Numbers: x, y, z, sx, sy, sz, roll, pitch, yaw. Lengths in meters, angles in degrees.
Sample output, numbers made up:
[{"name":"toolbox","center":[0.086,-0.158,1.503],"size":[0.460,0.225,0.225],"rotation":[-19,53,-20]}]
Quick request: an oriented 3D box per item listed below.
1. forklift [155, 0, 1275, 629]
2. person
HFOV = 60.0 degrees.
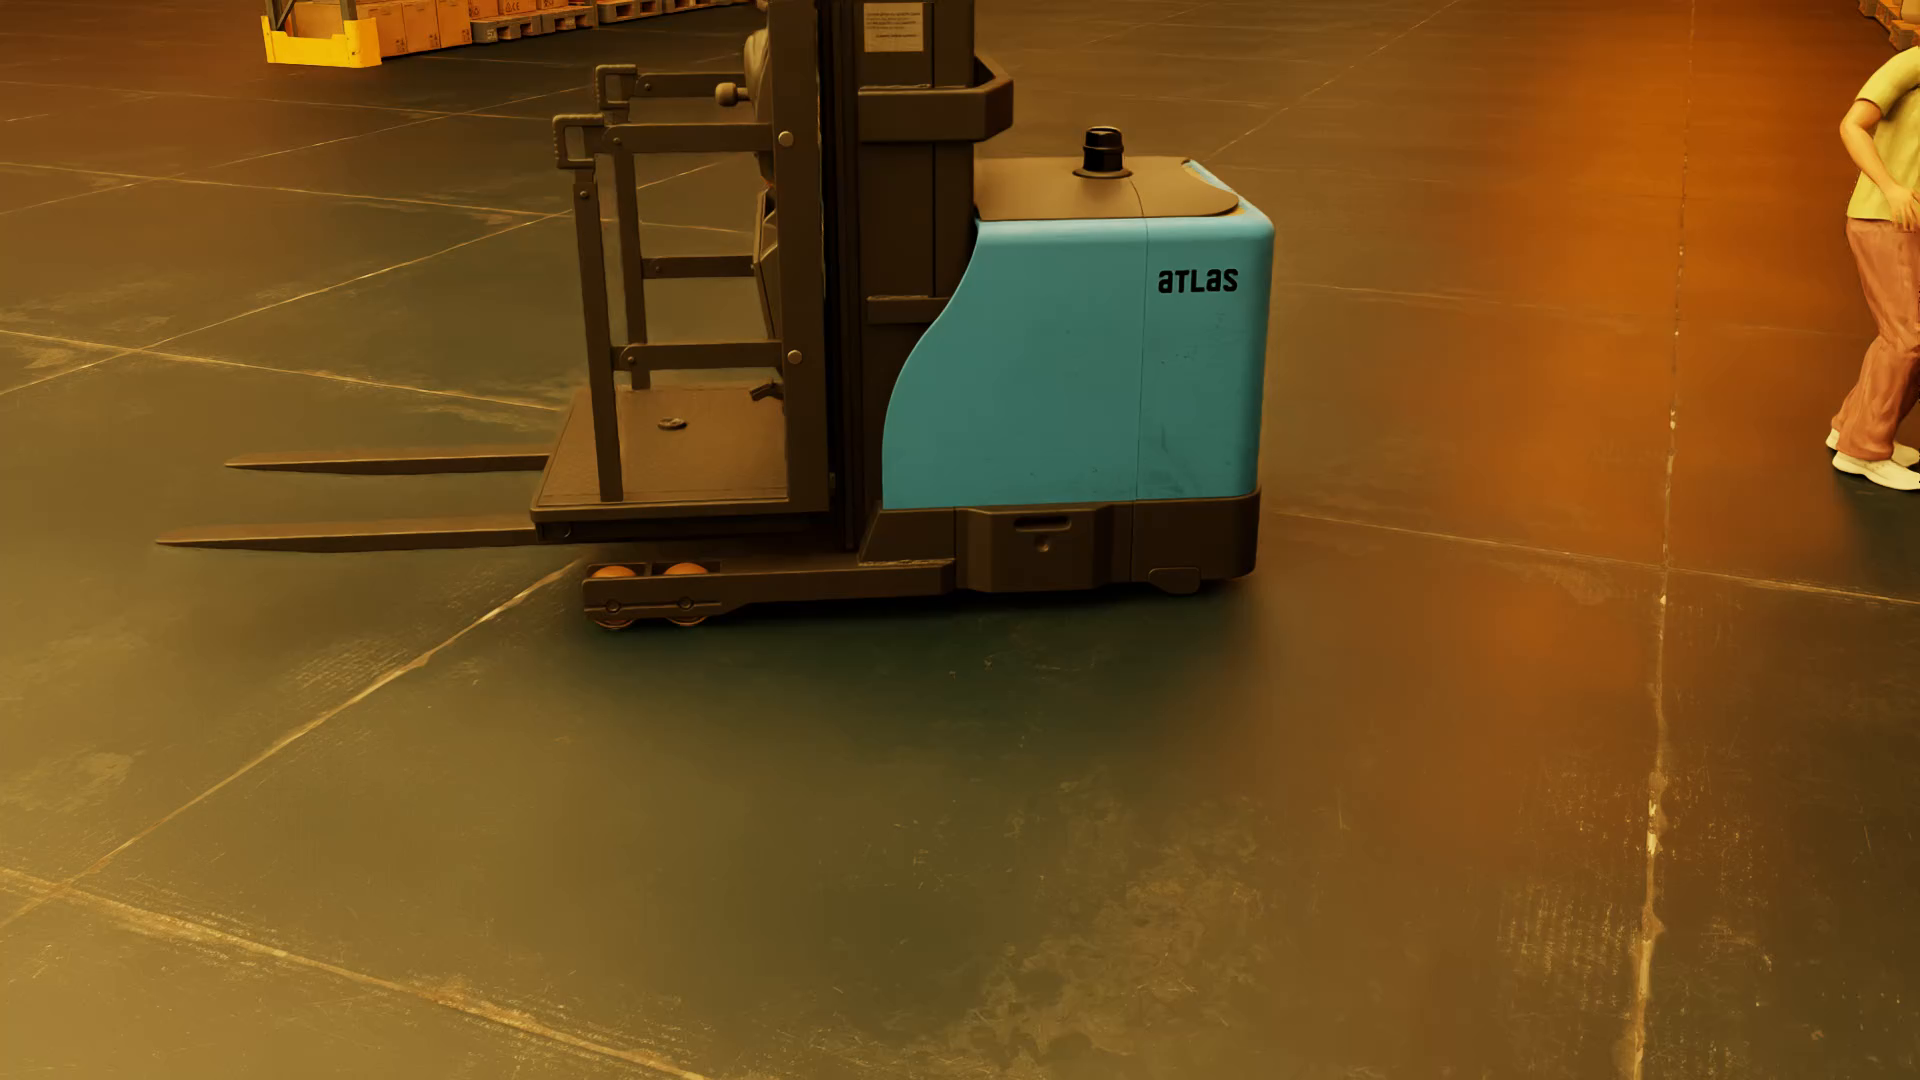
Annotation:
[{"name":"forklift","center":[-0.707,-1.326,4.464],"size":[3.031,2.935,1.130],"rotation":[-2,23,-5]},{"name":"person","center":[3.165,-0.999,5.385],"size":[0.658,1.633,0.473],"rotation":[-10,25,-23]}]
